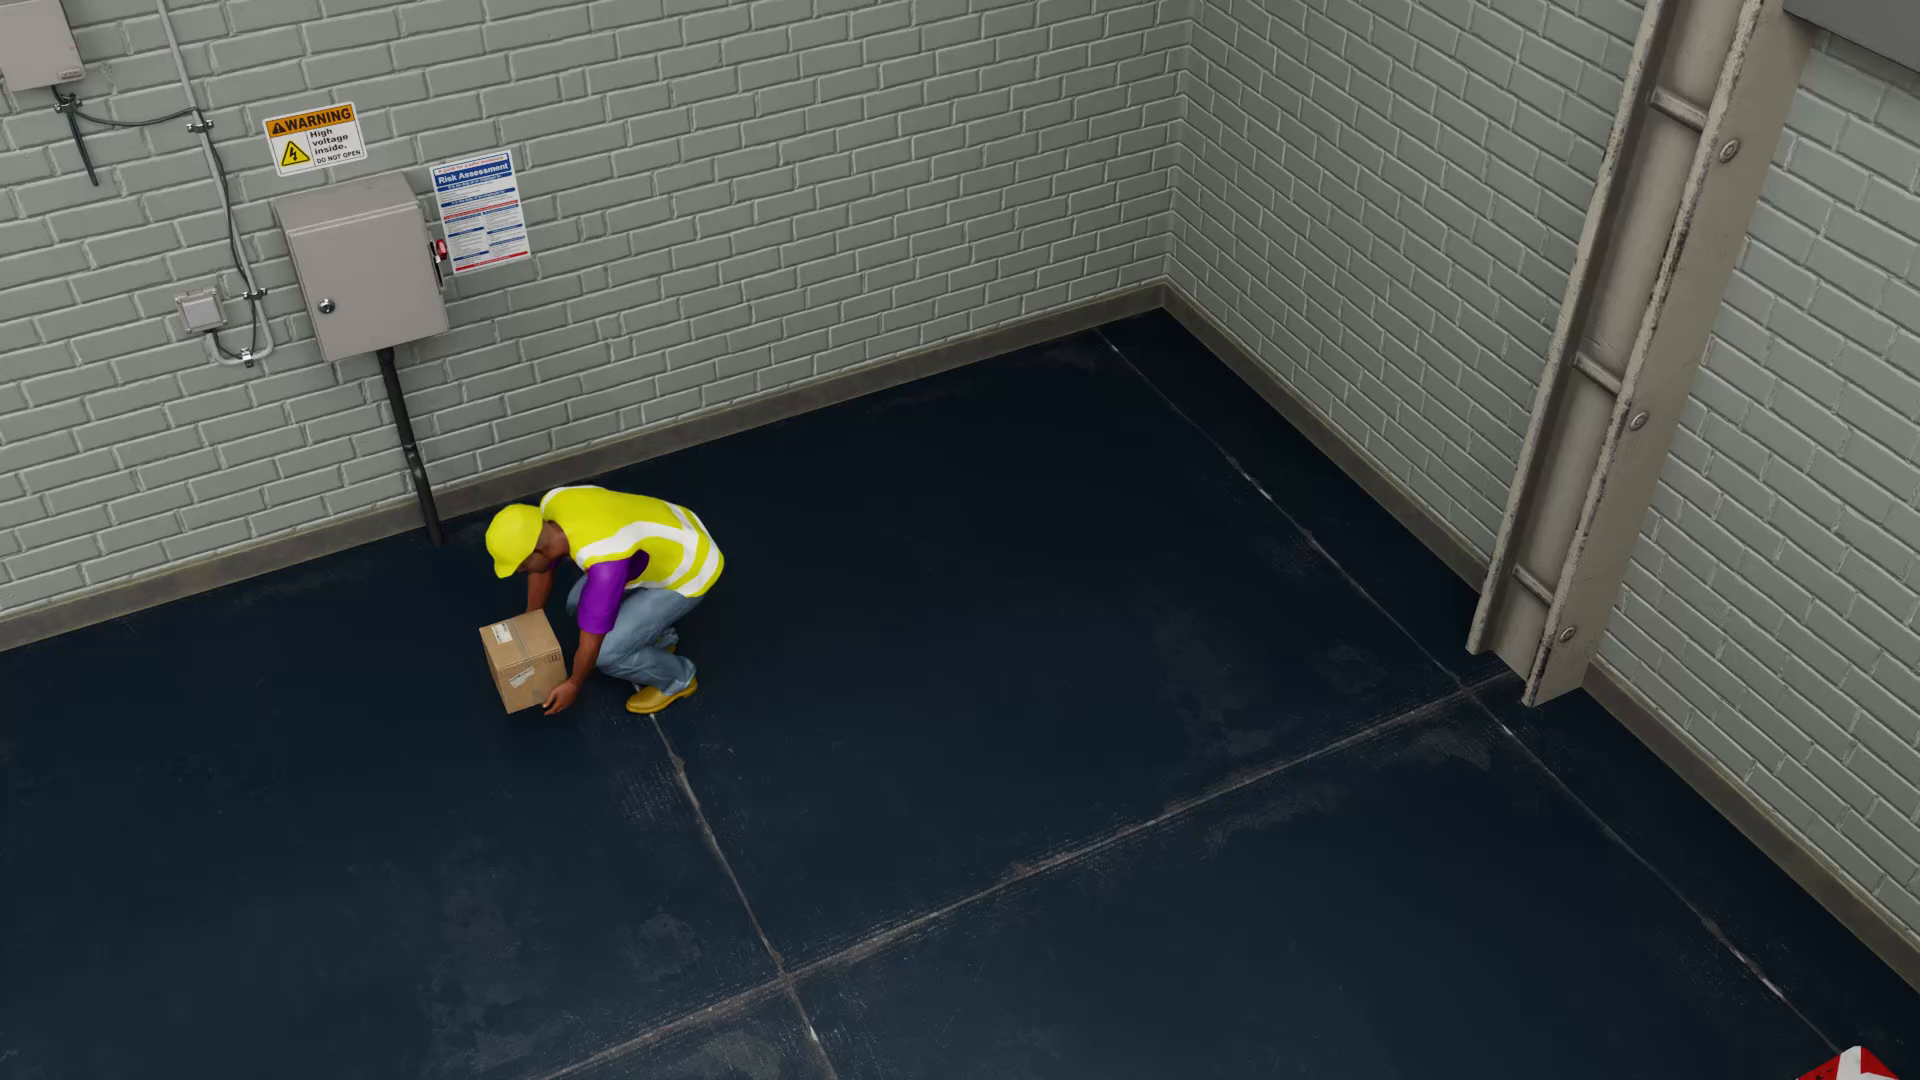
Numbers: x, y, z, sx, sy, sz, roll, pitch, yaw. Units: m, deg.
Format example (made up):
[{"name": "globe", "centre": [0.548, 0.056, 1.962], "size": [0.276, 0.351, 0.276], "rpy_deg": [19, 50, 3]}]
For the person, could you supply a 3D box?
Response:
[{"name": "person", "centre": [-1.326, 0.205, 6.406], "size": [0.860, 1.111, 0.603], "rpy_deg": [-19, 44, -20]}]
